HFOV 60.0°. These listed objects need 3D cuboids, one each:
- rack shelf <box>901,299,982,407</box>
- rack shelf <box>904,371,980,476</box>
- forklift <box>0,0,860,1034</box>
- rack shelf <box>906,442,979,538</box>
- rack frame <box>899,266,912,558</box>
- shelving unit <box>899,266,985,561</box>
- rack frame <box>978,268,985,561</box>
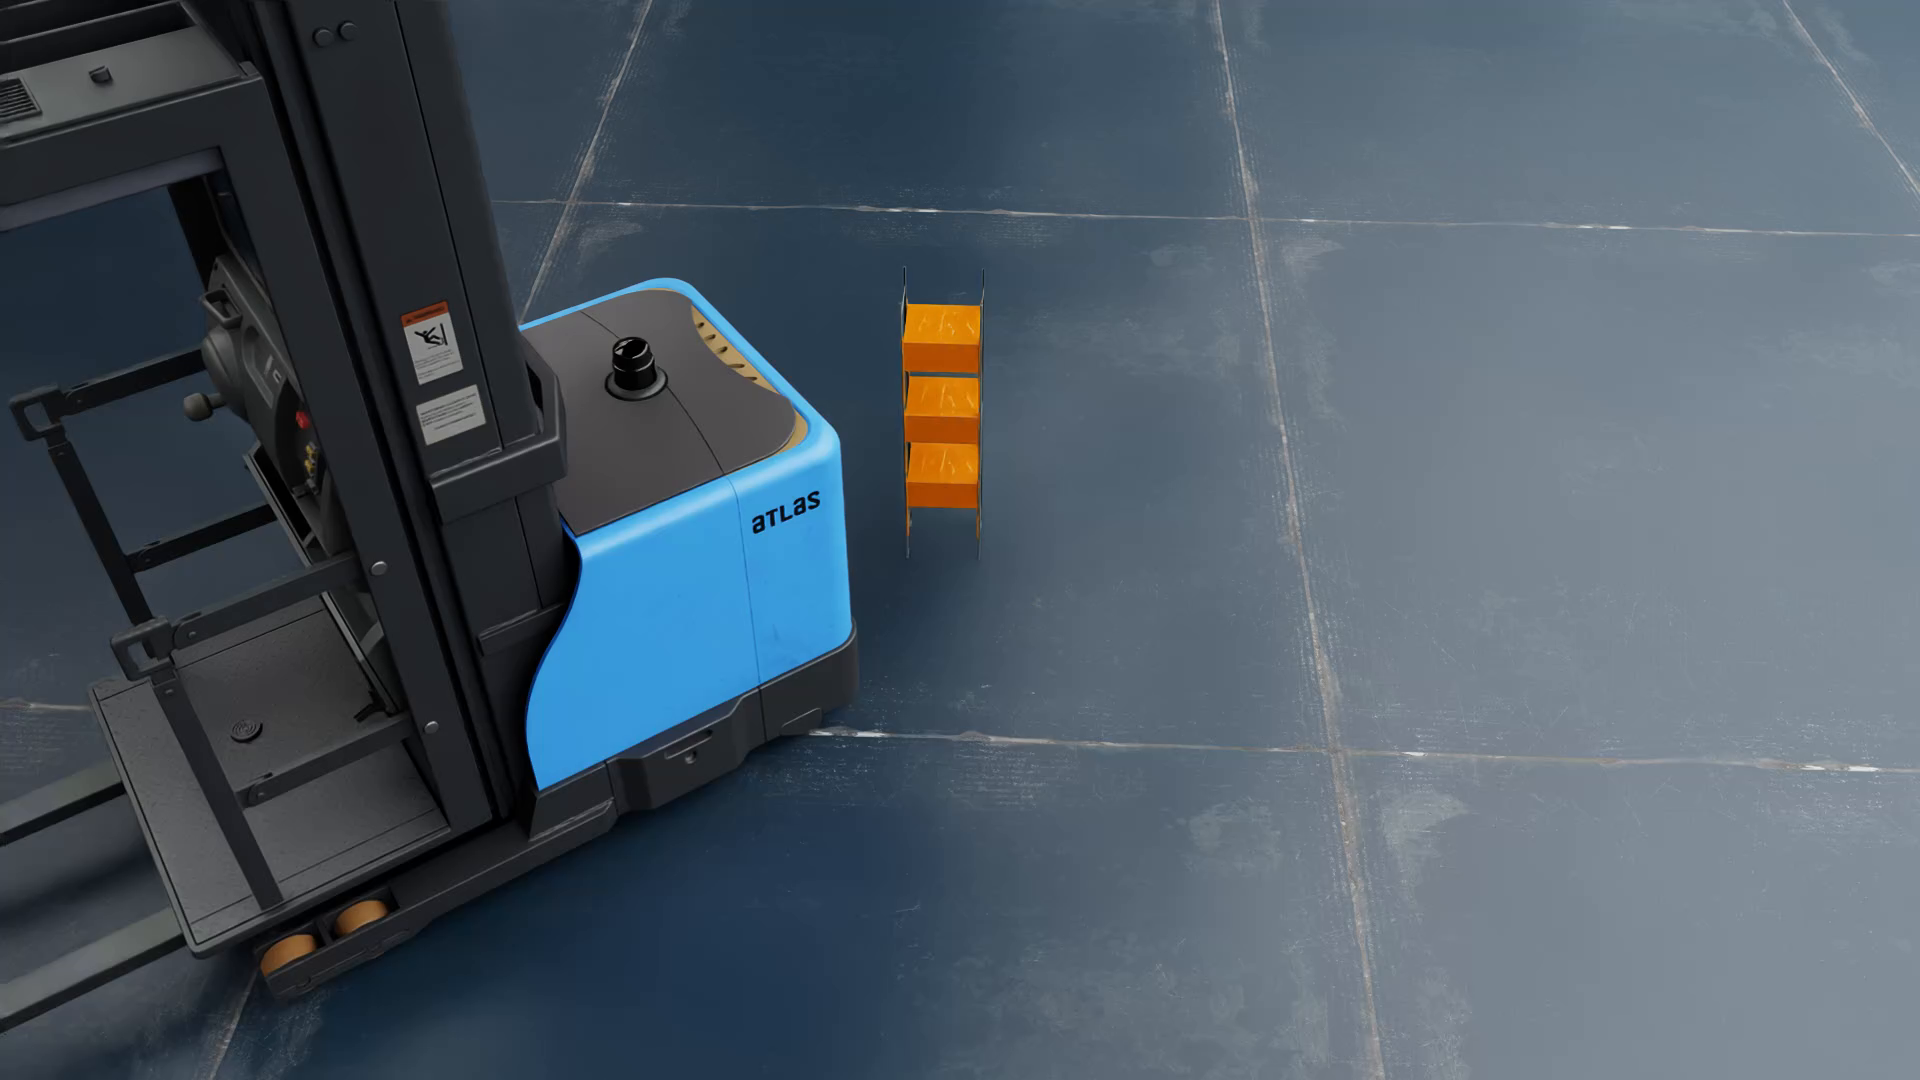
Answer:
[{"bbox_3d":[-0.053,-0.586,5.208,0.240,0.259,0.215,2,43,2],"label":"rack shelf"},{"bbox_3d":[-0.053,-0.378,5.401,0.240,0.259,0.215,2,43,2],"label":"rack shelf"},{"bbox_3d":[-1.816,-0.270,3.890,3.031,2.935,1.130,-25,48,-24],"label":"forklift"},{"bbox_3d":[-0.053,-0.175,5.591,0.240,0.259,0.215,2,43,2],"label":"rack shelf"},{"bbox_3d":[-0.175,-0.390,5.398,0.008,1.050,0.200,2,43,2],"label":"rack frame"},{"bbox_3d":[-0.053,-0.386,5.394,0.252,1.050,0.215,2,43,2],"label":"shelving unit"},{"bbox_3d":[0.068,-0.382,5.390,0.008,1.050,0.200,2,43,2],"label":"rack frame"}]
